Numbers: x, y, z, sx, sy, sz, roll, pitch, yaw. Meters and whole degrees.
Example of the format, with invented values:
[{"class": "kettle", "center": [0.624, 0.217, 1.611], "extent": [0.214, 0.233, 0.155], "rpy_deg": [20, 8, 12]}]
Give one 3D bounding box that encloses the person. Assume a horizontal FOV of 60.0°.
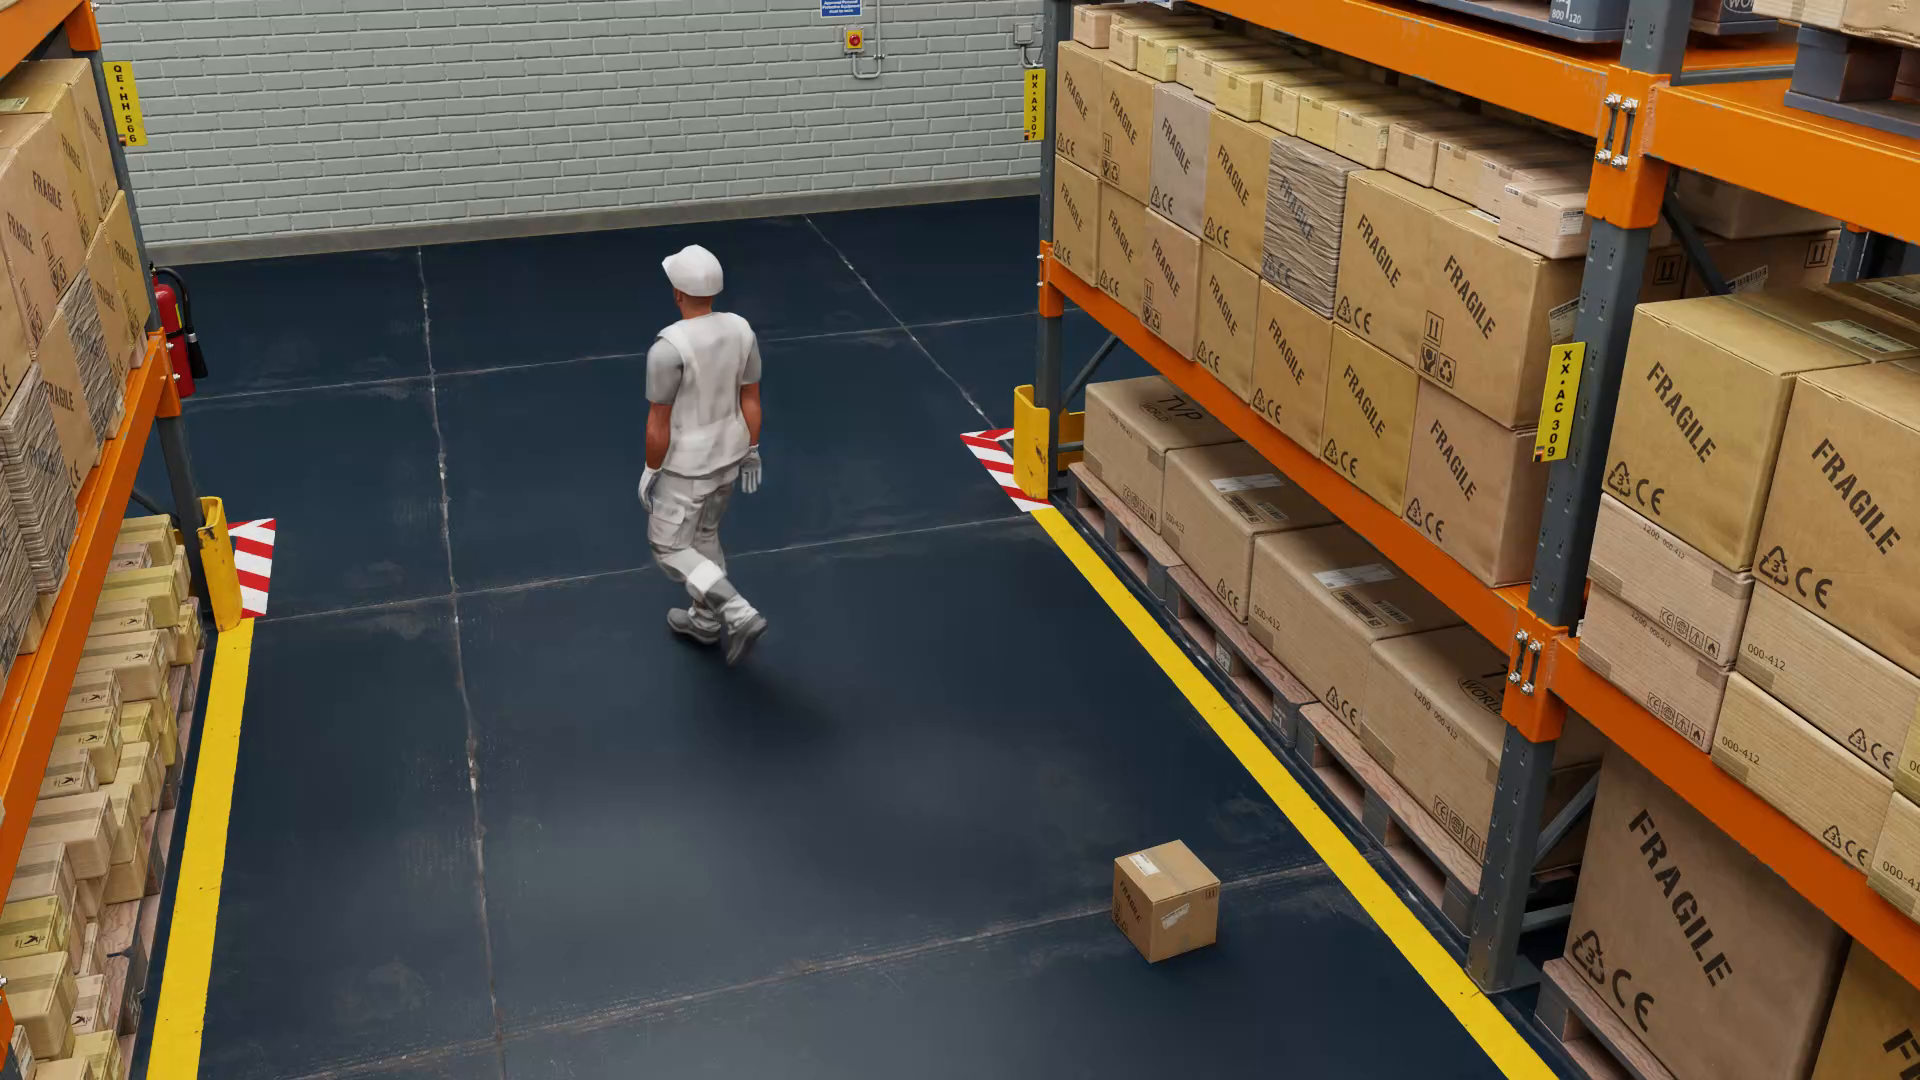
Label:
[{"class": "person", "center": [-1.020, -0.310, 6.674], "extent": [0.754, 1.770, 0.549], "rpy_deg": [20, 32, 35]}]
